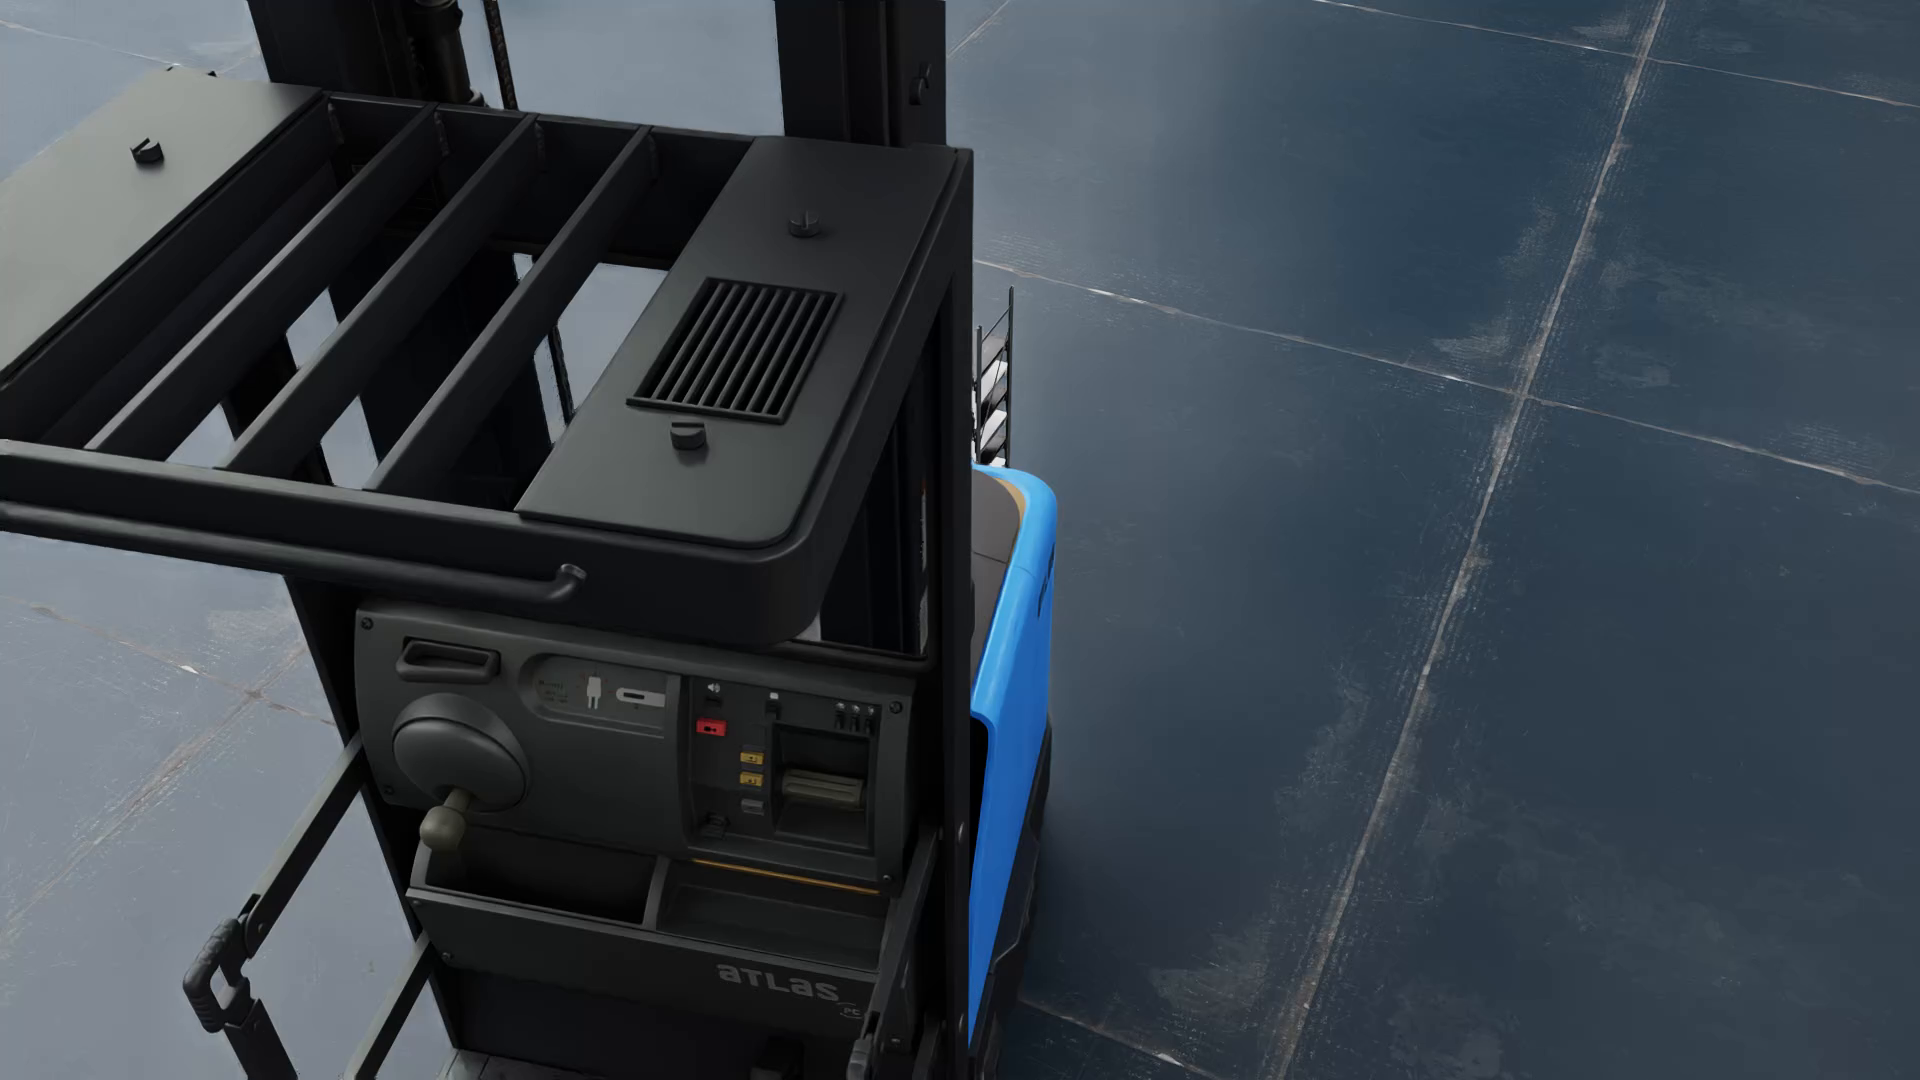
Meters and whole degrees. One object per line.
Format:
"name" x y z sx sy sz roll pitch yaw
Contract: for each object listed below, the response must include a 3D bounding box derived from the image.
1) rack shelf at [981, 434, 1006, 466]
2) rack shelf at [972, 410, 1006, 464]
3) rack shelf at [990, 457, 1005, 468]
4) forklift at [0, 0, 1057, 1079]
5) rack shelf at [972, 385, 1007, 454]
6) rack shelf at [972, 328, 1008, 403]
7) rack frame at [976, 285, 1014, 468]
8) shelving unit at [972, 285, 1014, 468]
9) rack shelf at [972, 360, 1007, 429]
"rack shelf" 0.007 -0.245 5.033 0.200 0.077 0.258 17 44 19
"rack shelf" 0.007 -0.313 4.974 0.200 0.077 0.258 17 44 19
"rack shelf" 0.007 -0.177 5.092 0.200 0.077 0.258 17 44 19
"forklift" -0.577 0.428 2.519 1.130 2.935 3.031 8 42 9
"rack shelf" 0.007 -0.381 4.916 0.200 0.077 0.258 17 44 19
"rack shelf" 0.007 -0.517 4.798 0.200 0.077 0.258 17 44 19
"rack frame" 0.099 -0.310 4.920 0.006 0.900 0.240 17 44 19
"shelving unit" 0.007 -0.338 4.953 0.210 0.900 0.258 17 44 19
"rack shelf" 0.007 -0.449 4.857 0.200 0.077 0.258 17 44 19
